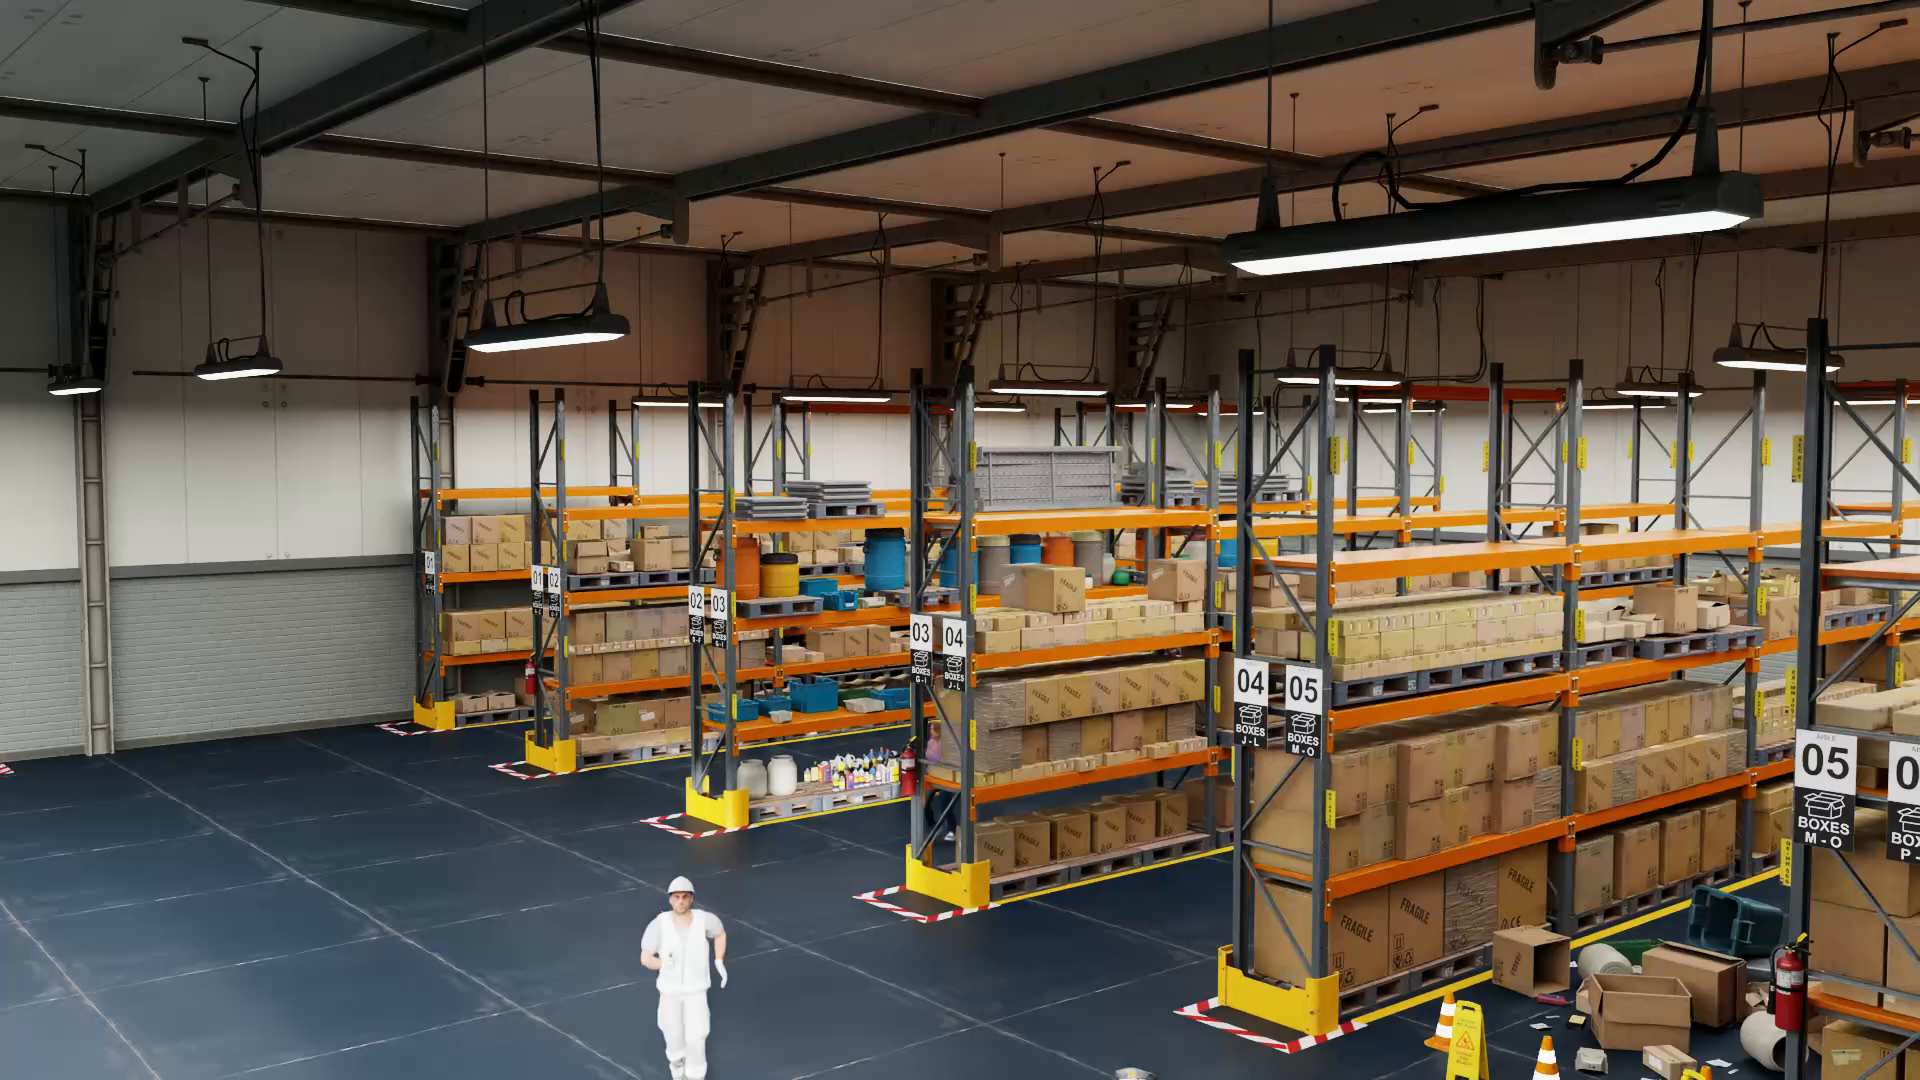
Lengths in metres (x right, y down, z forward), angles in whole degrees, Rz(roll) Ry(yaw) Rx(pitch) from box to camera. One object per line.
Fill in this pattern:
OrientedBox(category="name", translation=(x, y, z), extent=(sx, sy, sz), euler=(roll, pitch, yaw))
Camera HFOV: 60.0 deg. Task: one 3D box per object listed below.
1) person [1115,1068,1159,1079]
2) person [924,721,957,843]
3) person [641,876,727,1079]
OrientedBox(category="person", translation=(0.989, 3.754, 9.206), extent=(0.653, 1.758, 0.647), euler=(0, 3, 8))
OrientedBox(category="person", translation=(-0.260, 3.118, 21.250), extent=(0.545, 1.621, 0.650), euler=(3, 4, 40))
OrientedBox(category="person", translation=(-2.123, 3.506, 12.821), extent=(0.648, 1.845, 0.799), euler=(0, 3, -4))
